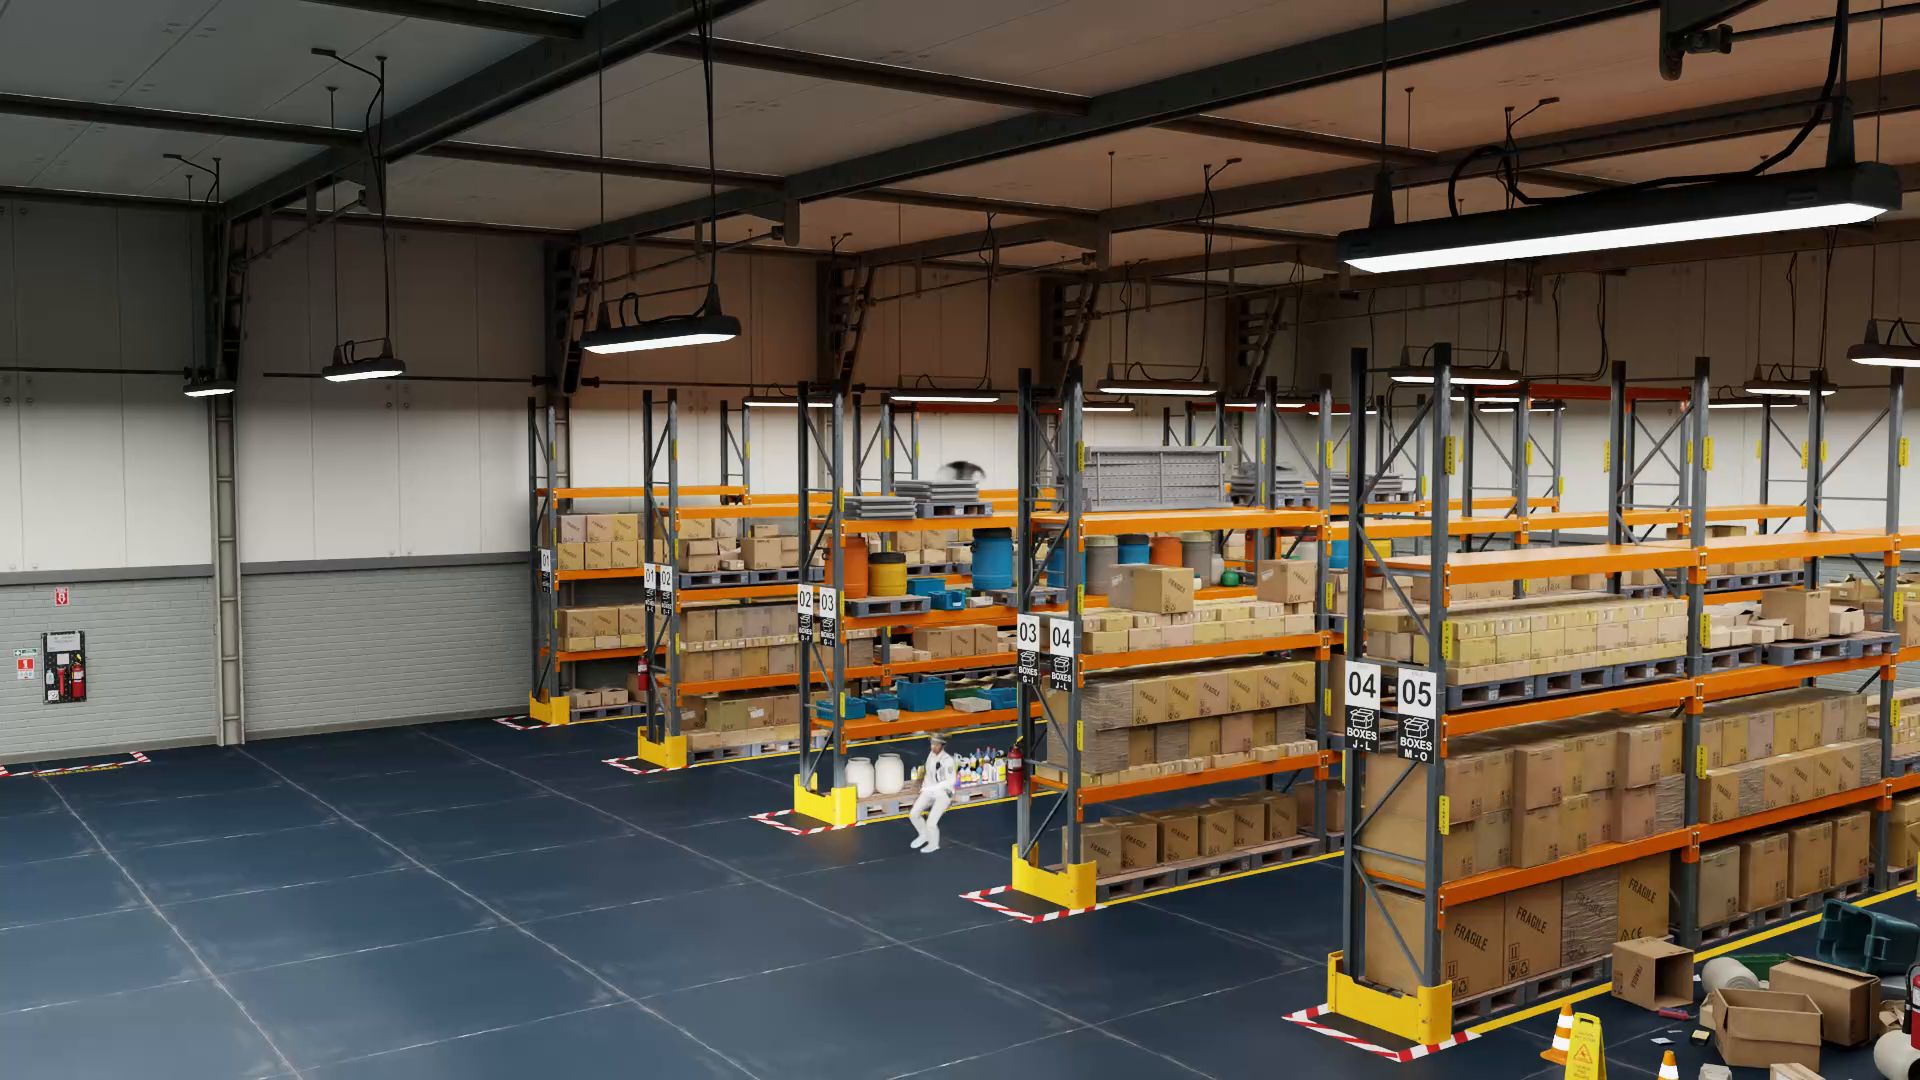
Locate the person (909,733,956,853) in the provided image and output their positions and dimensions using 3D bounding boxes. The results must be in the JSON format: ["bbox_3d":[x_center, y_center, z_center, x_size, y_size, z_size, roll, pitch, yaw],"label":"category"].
[{"bbox_3d":[-0.343,3.157,20.721,0.780,1.577,0.605,3,4,40],"label":"person"}]
